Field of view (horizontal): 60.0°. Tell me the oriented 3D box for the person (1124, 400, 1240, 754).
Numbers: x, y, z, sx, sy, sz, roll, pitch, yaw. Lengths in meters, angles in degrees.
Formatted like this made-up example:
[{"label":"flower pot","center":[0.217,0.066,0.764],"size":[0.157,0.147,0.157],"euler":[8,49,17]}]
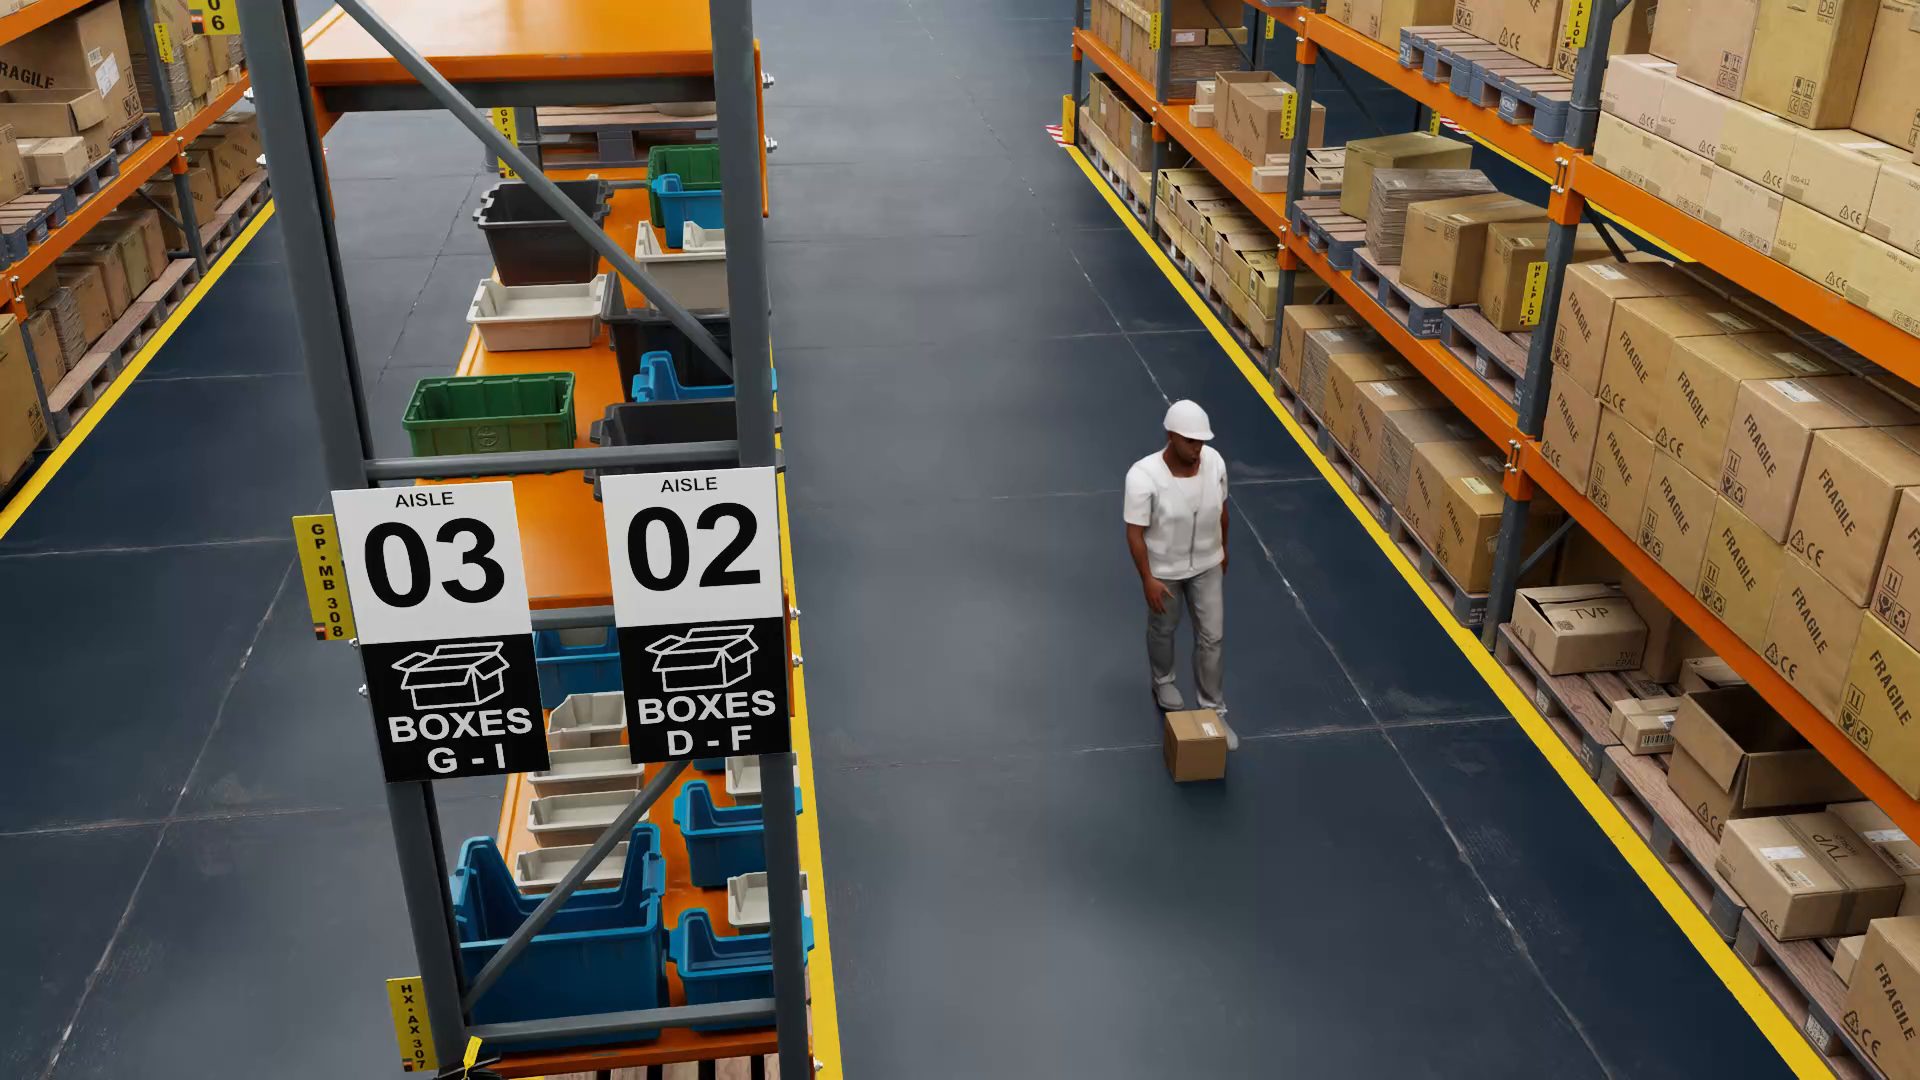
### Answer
[{"label":"person","center":[1.117,0.161,8.273],"size":[0.625,1.782,0.700],"euler":[-6,28,-12]}]
